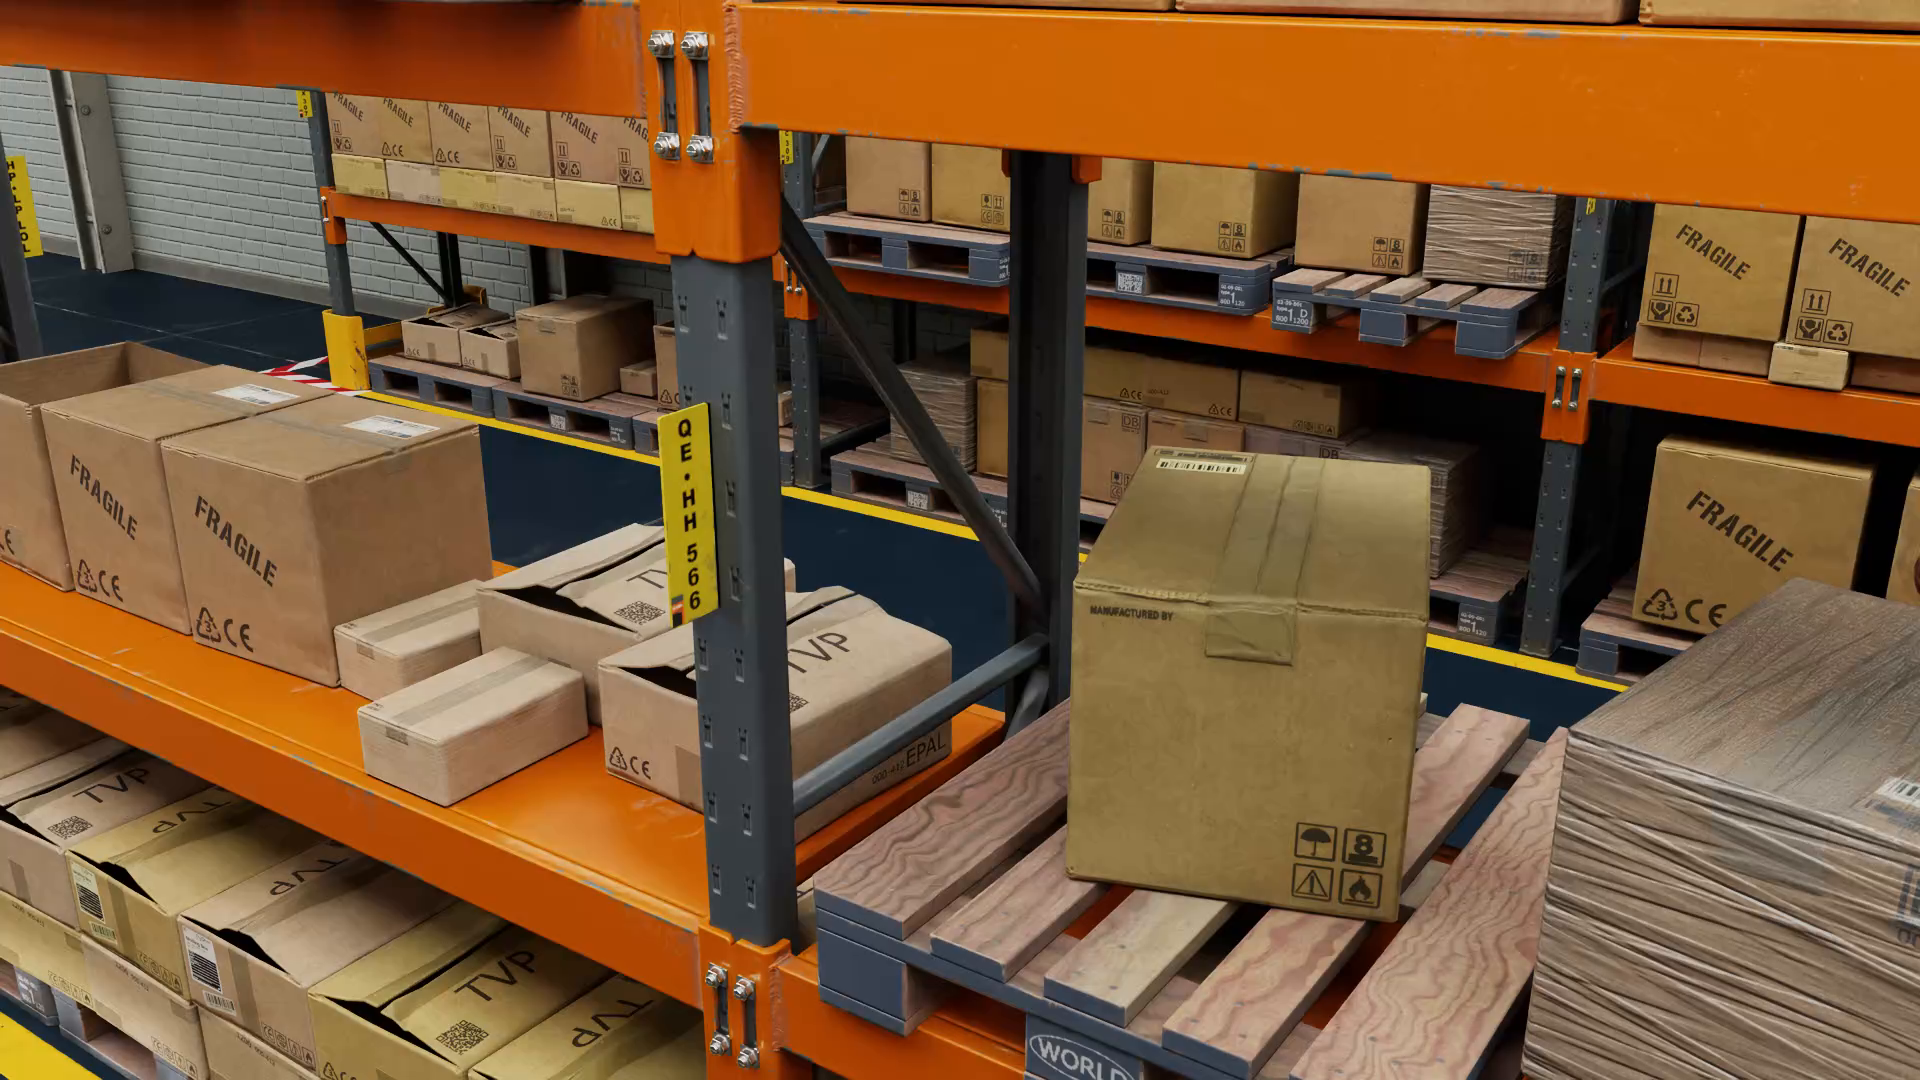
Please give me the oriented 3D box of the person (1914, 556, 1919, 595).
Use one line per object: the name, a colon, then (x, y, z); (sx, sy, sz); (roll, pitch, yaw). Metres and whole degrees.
person: (2.357, 0.749, 4.061); (0.467, 1.614, 0.719); (-14, 25, -34)
